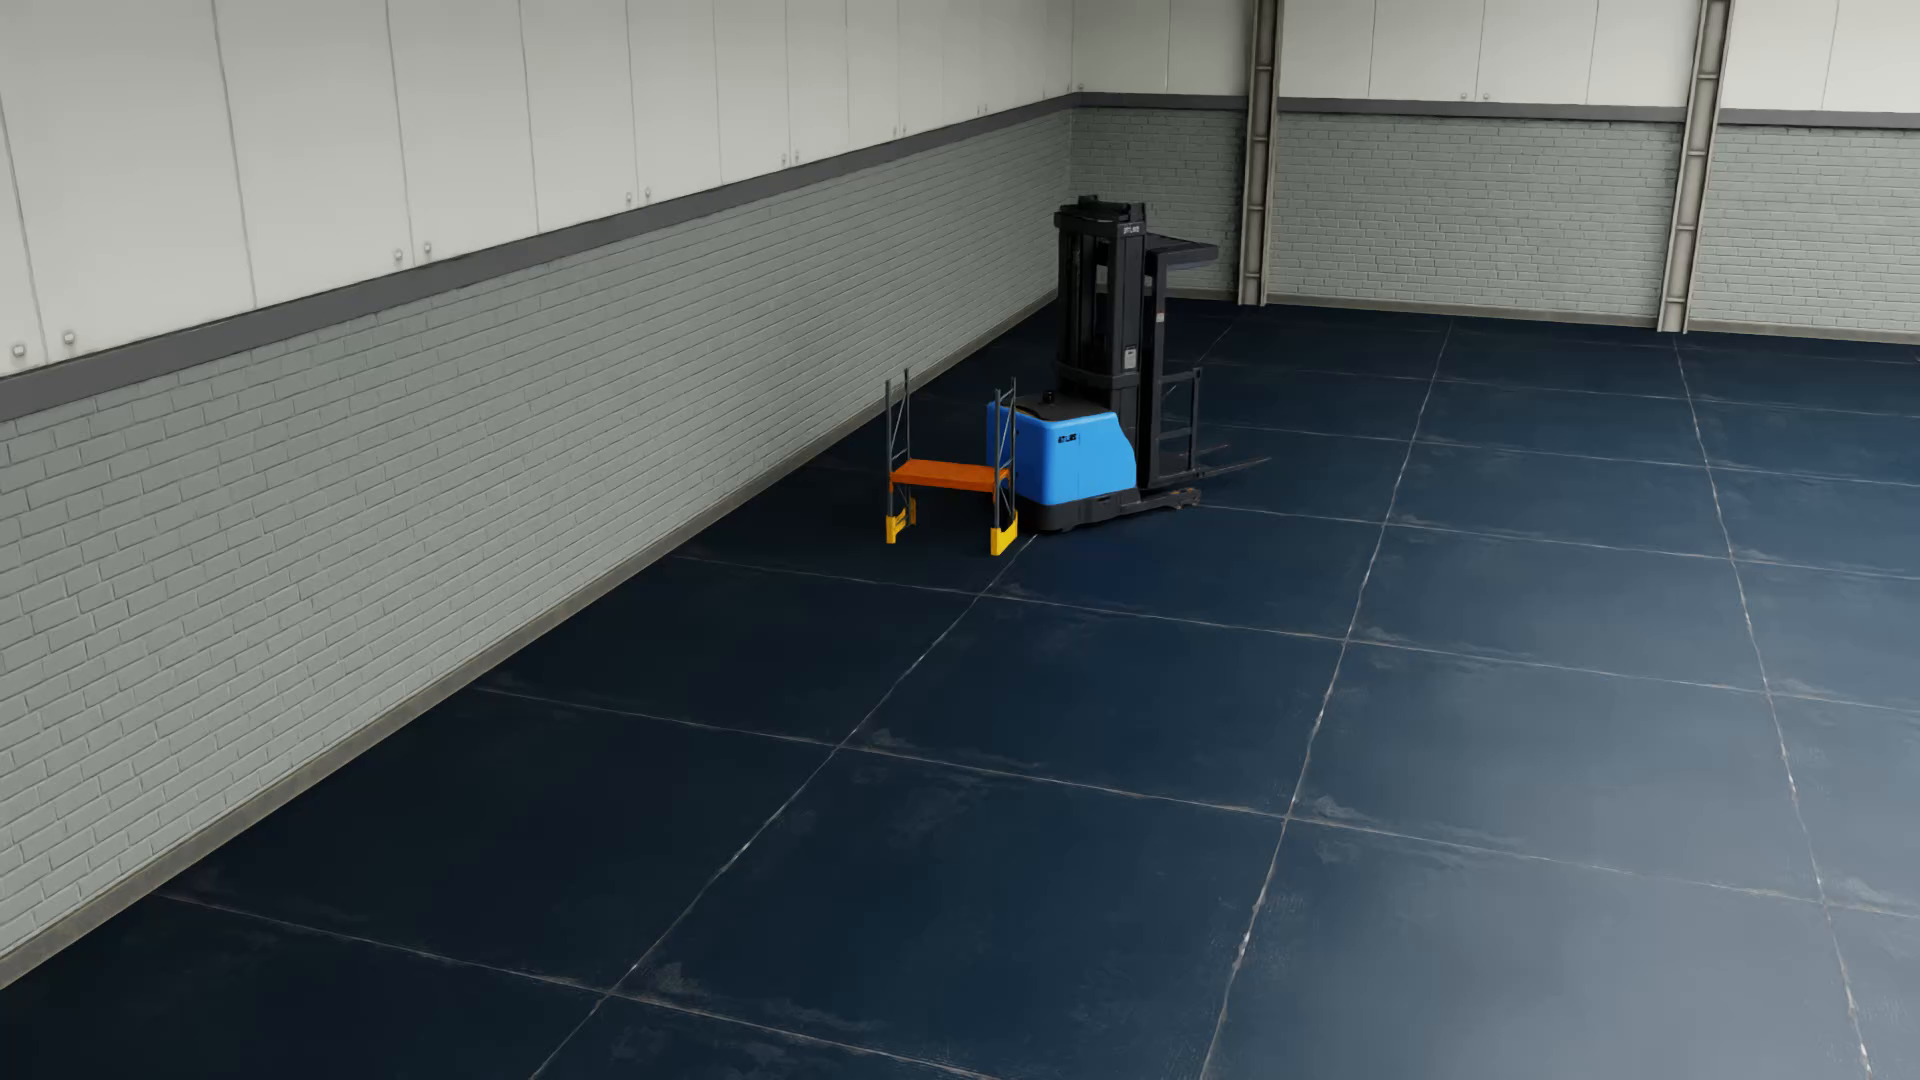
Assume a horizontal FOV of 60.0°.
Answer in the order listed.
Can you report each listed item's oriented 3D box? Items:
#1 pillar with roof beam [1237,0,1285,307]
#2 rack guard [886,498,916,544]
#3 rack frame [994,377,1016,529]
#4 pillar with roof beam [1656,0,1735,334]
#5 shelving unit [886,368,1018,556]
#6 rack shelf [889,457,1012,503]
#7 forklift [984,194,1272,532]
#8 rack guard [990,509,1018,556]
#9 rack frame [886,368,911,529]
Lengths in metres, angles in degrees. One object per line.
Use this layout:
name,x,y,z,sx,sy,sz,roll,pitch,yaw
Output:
pillar with roof beam,3.087,-6.551,20.313,0.400,9.000,9.100,7,20,18
rack guard,-0.542,-0.180,15.327,0.087,0.250,0.587,7,20,18
rack frame,0.400,-0.663,14.813,0.032,1.500,0.500,7,20,18
pillar with roof beam,8.755,-5.903,18.454,0.400,9.000,9.100,7,20,18
shelving unit,-0.072,-0.716,14.967,1.083,1.500,0.587,7,20,18
rack shelf,-0.081,-0.548,15.029,1.000,0.185,0.538,7,20,18
forklift,1.737,-1.814,15.940,3.031,2.935,1.130,-13,23,-32
rack guard,0.398,-0.072,15.019,0.087,0.250,0.587,7,20,18
rack frame,-0.561,-0.772,15.128,0.032,1.500,0.500,7,20,18
